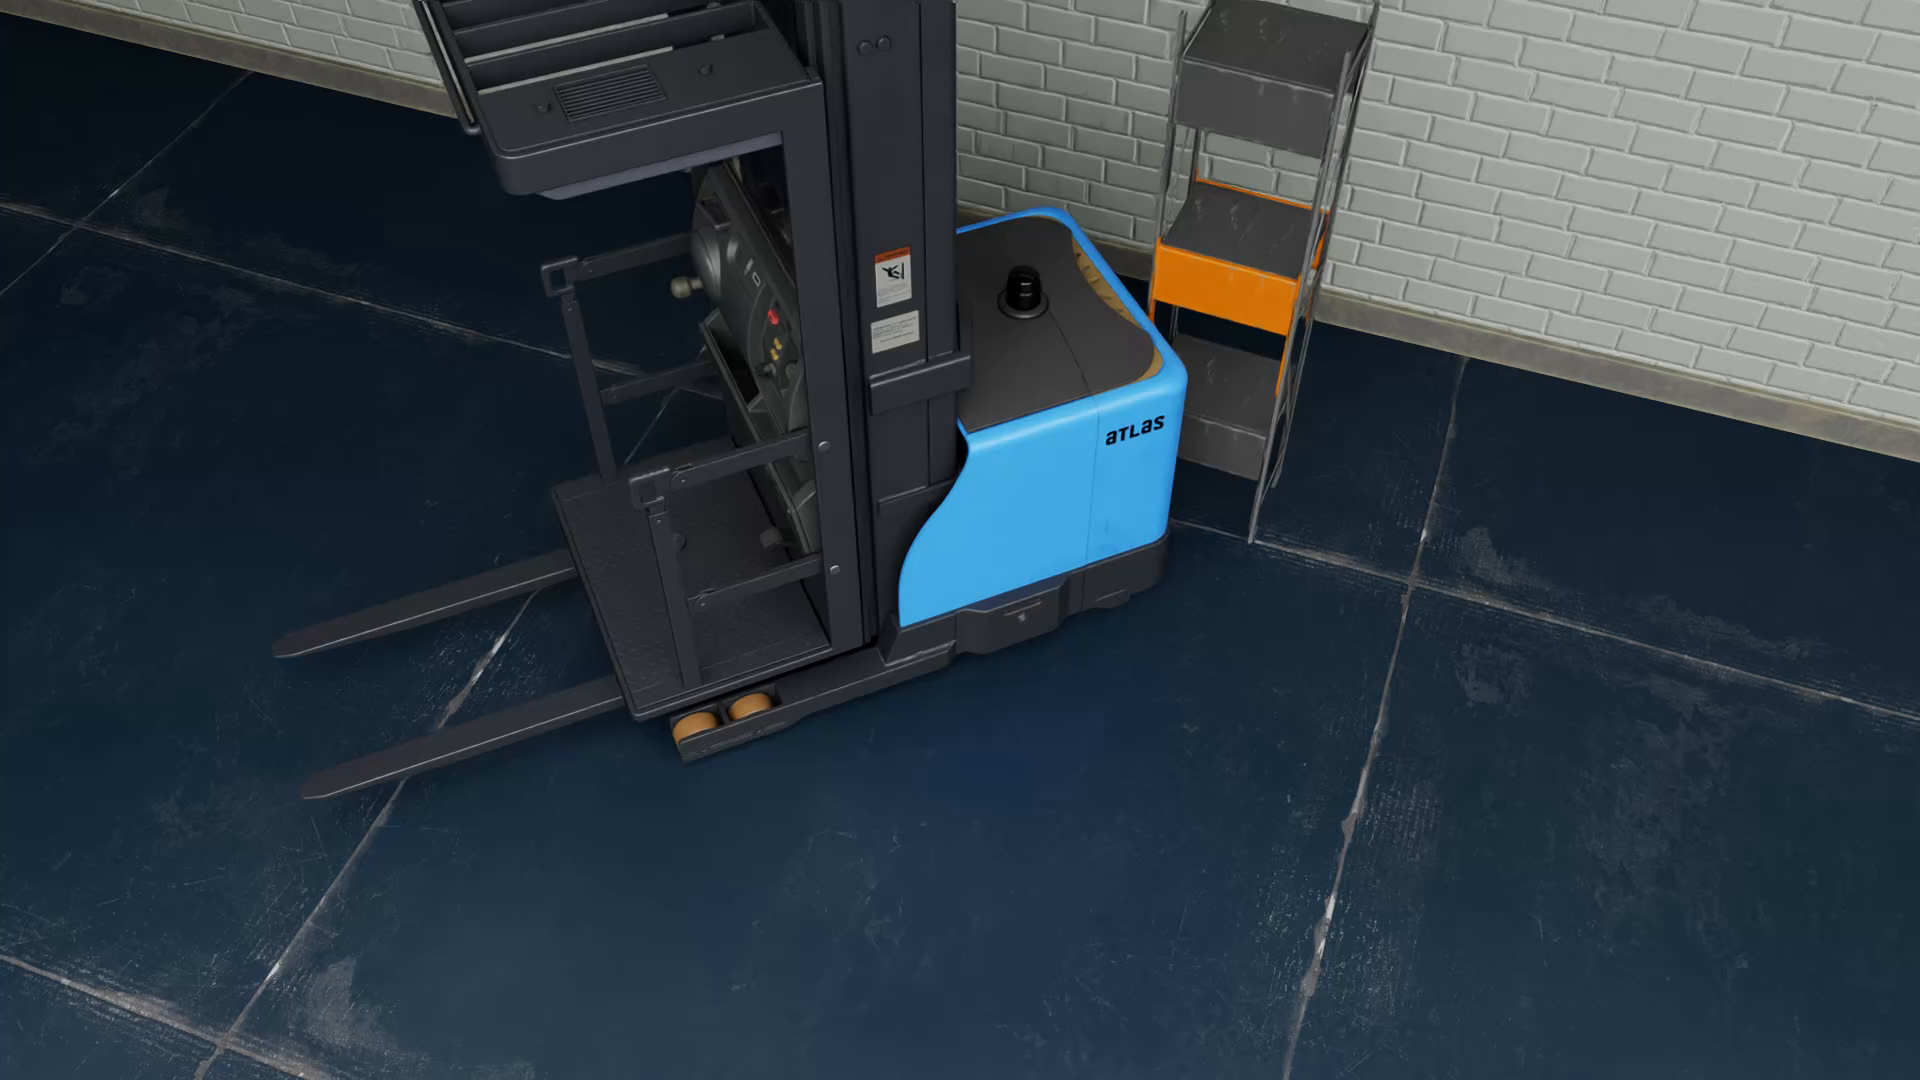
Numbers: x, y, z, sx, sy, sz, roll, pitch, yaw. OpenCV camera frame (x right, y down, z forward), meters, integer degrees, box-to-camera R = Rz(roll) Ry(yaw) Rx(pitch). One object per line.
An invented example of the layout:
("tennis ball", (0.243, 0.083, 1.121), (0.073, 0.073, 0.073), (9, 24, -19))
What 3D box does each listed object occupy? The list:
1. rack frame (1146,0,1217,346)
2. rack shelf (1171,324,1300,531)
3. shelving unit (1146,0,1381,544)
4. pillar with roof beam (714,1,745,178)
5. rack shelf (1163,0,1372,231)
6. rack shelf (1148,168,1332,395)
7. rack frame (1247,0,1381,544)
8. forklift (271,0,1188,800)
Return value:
("rack frame", (0.716, -0.958, 5.691), (0.015, 2.100, 0.400), (18, 51, 15))
("rack shelf", (0.940, -0.418, 6.167), (0.480, 0.518, 0.431), (18, 51, 15))
("shelving unit", (0.940, -0.885, 5.628), (0.503, 2.100, 0.431), (18, 51, 15))
("pillar with roof beam", (-2.235, -1.361, 1.475), (0.400, 9.000, 9.100), (16, 51, 13))
("rack shelf", (0.940, -1.335, 5.109), (0.480, 0.518, 0.431), (18, 51, 15))
("rack shelf", (0.940, -0.876, 5.638), (0.480, 0.518, 0.431), (18, 51, 15))
("rack frame", (1.164, -0.812, 5.564), (0.015, 2.100, 0.400), (18, 51, 15))
("forklift", (-0.817, -0.680, 4.900), (3.031, 2.935, 1.130), (-18, 51, -15))
